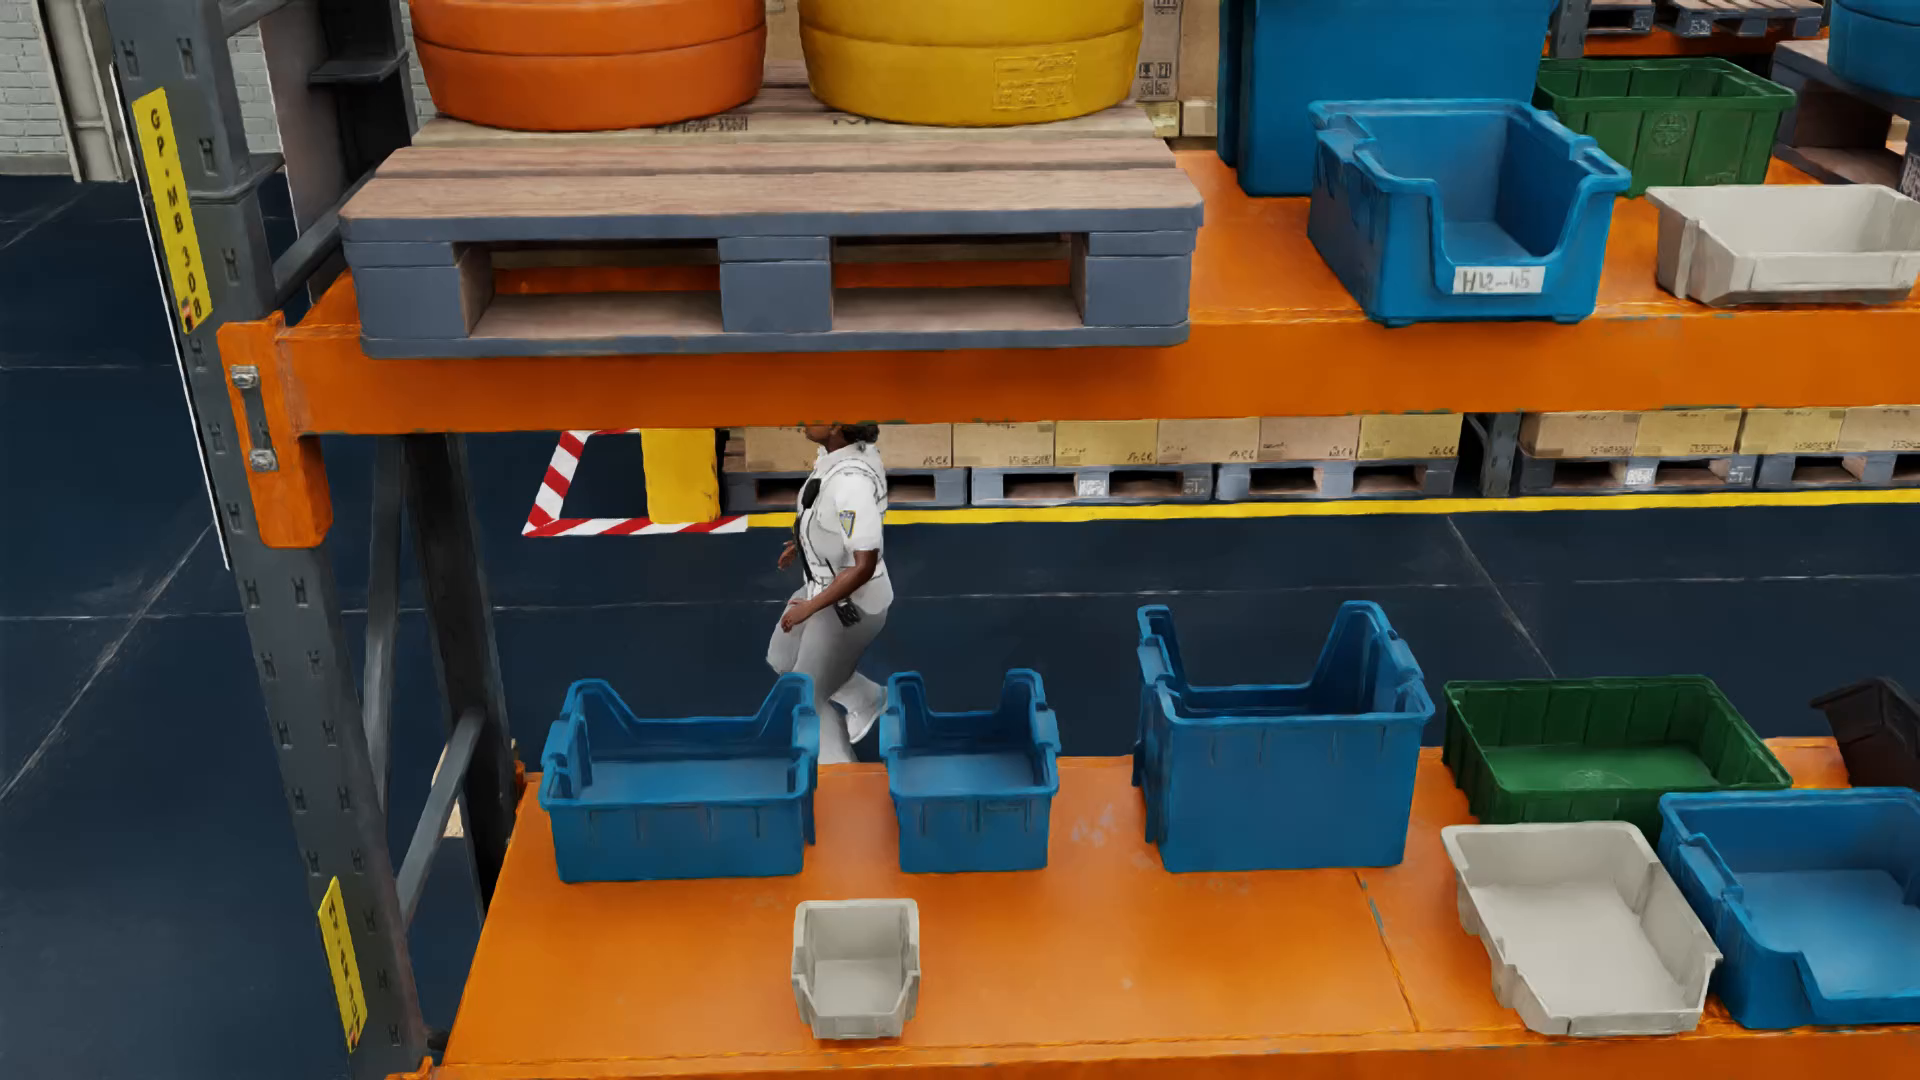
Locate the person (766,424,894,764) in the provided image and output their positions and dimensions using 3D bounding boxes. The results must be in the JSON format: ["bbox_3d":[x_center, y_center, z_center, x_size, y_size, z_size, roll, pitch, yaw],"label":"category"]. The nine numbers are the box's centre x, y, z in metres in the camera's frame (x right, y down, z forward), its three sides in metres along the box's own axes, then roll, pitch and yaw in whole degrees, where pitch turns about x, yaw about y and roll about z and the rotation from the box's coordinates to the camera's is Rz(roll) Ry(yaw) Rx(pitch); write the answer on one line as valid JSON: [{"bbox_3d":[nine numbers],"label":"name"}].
[{"bbox_3d":[-0.445,0.197,5.749,0.466,1.667,0.673,-4,28,-8],"label":"person"}]
